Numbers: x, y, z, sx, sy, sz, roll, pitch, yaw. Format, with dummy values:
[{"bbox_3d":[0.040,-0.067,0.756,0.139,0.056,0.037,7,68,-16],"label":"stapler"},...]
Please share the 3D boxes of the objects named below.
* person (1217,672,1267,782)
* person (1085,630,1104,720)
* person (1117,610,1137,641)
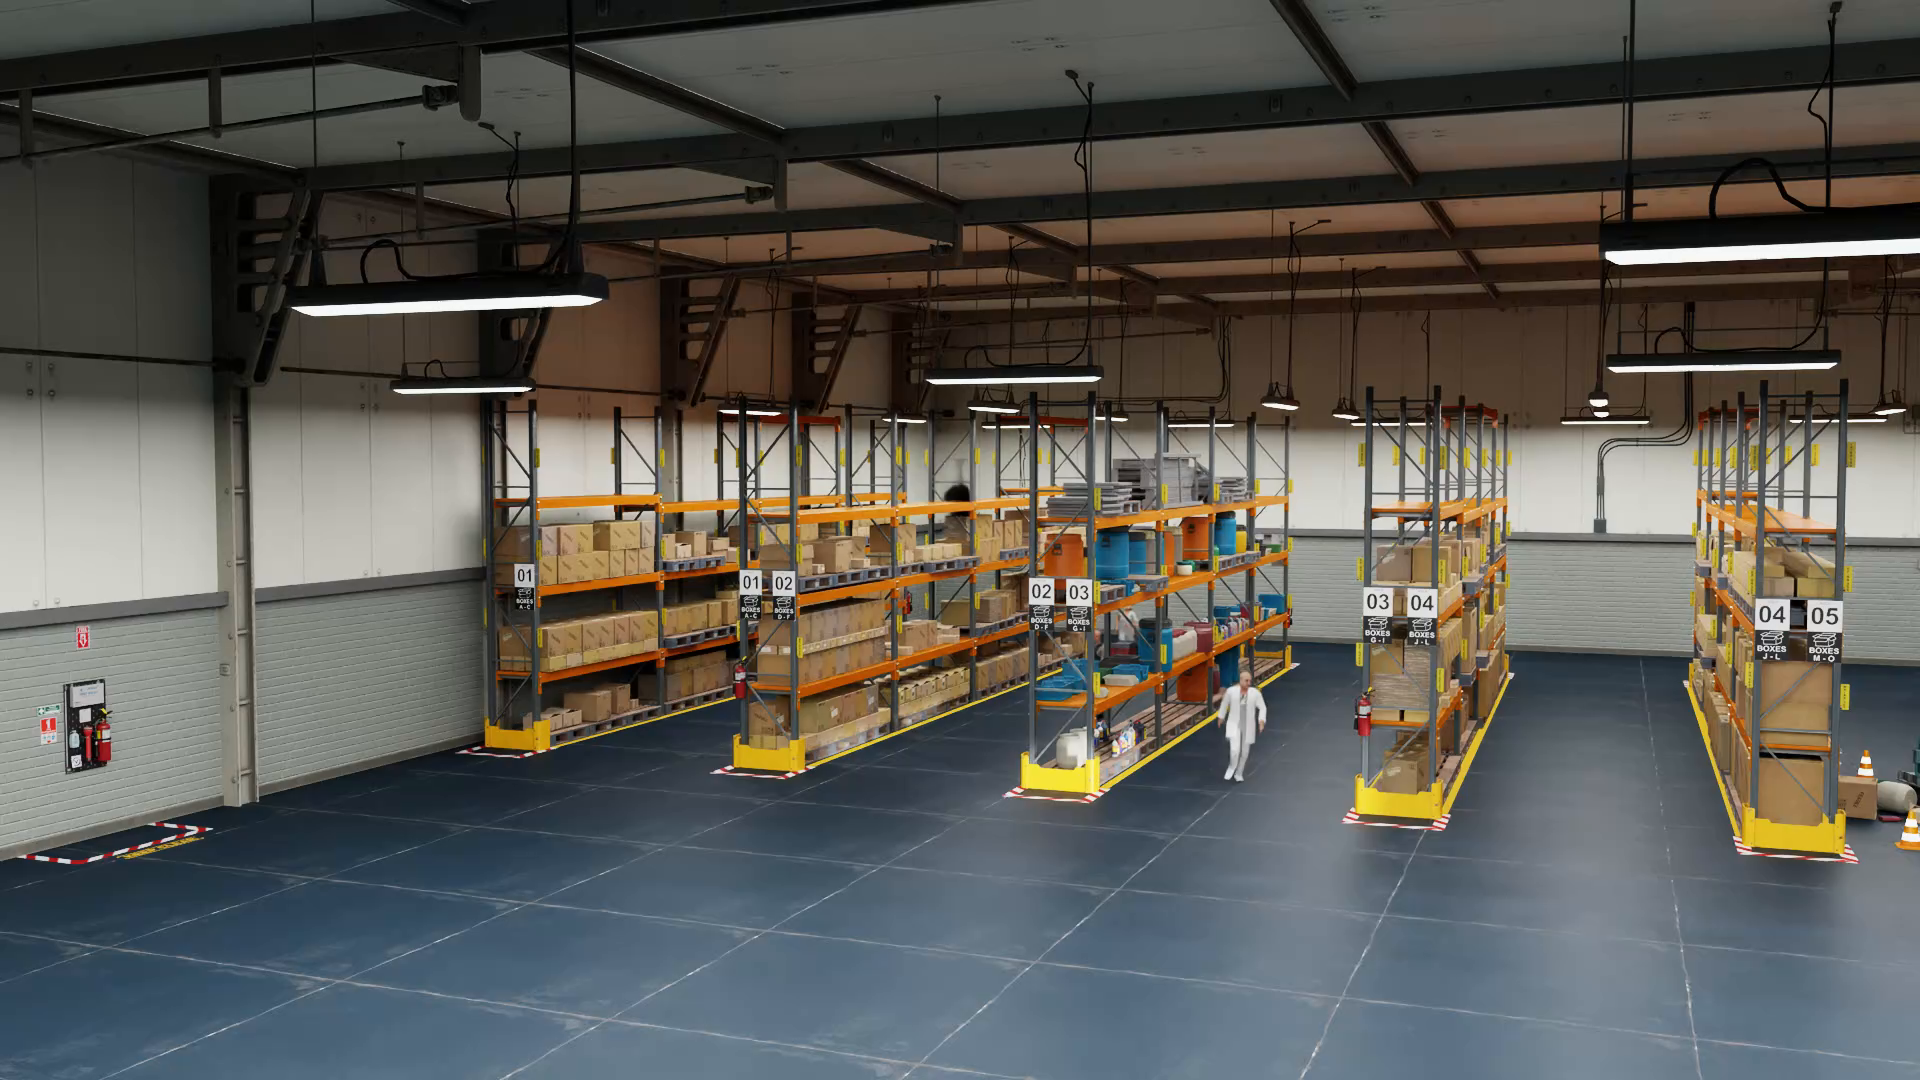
[{"bbox_3d":[4.331,2.869,25.443,0.704,1.723,0.827,0,3,2],"label":"person"},{"bbox_3d":[2.602,2.587,31.801,0.475,1.745,0.652,-2,3,-35],"label":"person"},{"bbox_3d":[3.909,2.311,39.048,0.510,1.322,0.635,1,3,12],"label":"person"}]
